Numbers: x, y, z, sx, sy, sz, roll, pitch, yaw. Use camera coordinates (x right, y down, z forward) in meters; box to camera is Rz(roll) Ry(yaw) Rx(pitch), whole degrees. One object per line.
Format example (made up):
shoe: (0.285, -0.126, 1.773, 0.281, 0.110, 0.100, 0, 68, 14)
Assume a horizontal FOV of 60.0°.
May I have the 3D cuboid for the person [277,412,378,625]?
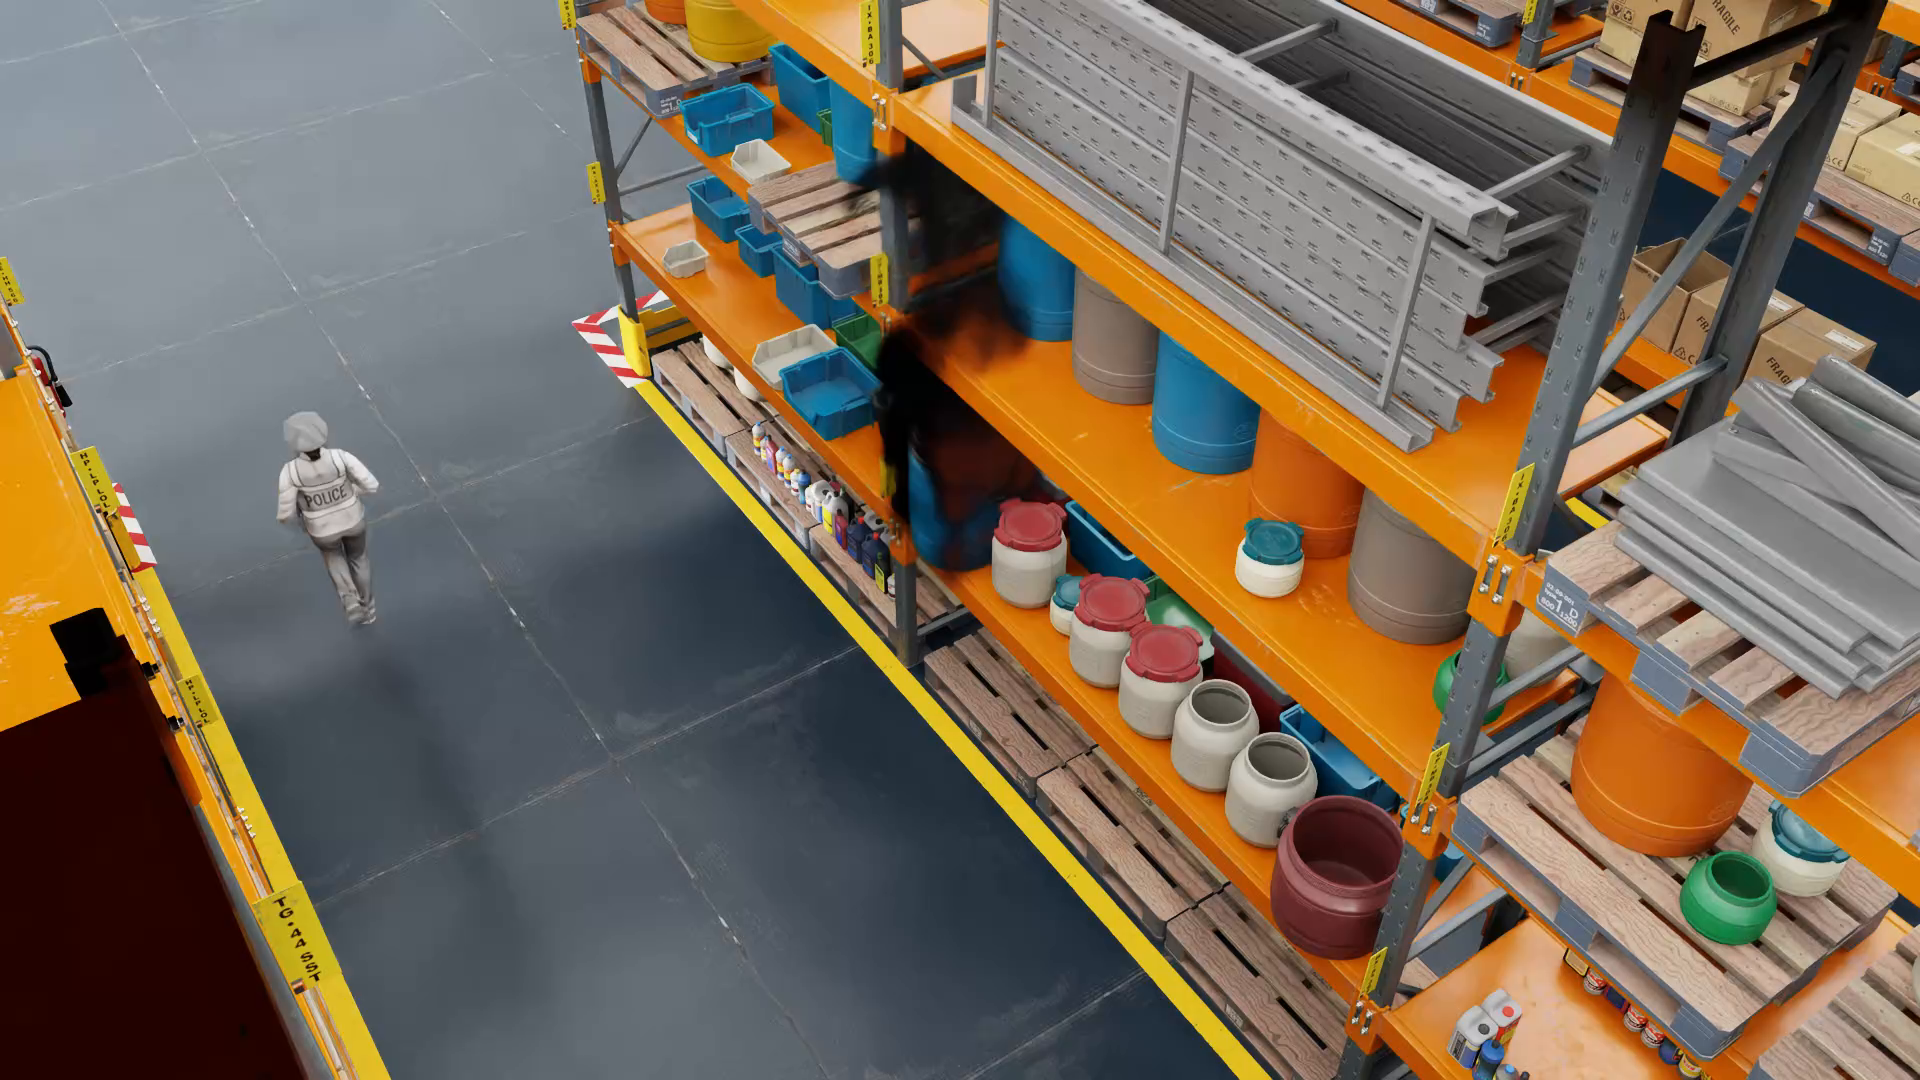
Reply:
person: (-3.859, -0.121, 10.254, 0.616, 1.671, 0.492, -20, 46, -20)
